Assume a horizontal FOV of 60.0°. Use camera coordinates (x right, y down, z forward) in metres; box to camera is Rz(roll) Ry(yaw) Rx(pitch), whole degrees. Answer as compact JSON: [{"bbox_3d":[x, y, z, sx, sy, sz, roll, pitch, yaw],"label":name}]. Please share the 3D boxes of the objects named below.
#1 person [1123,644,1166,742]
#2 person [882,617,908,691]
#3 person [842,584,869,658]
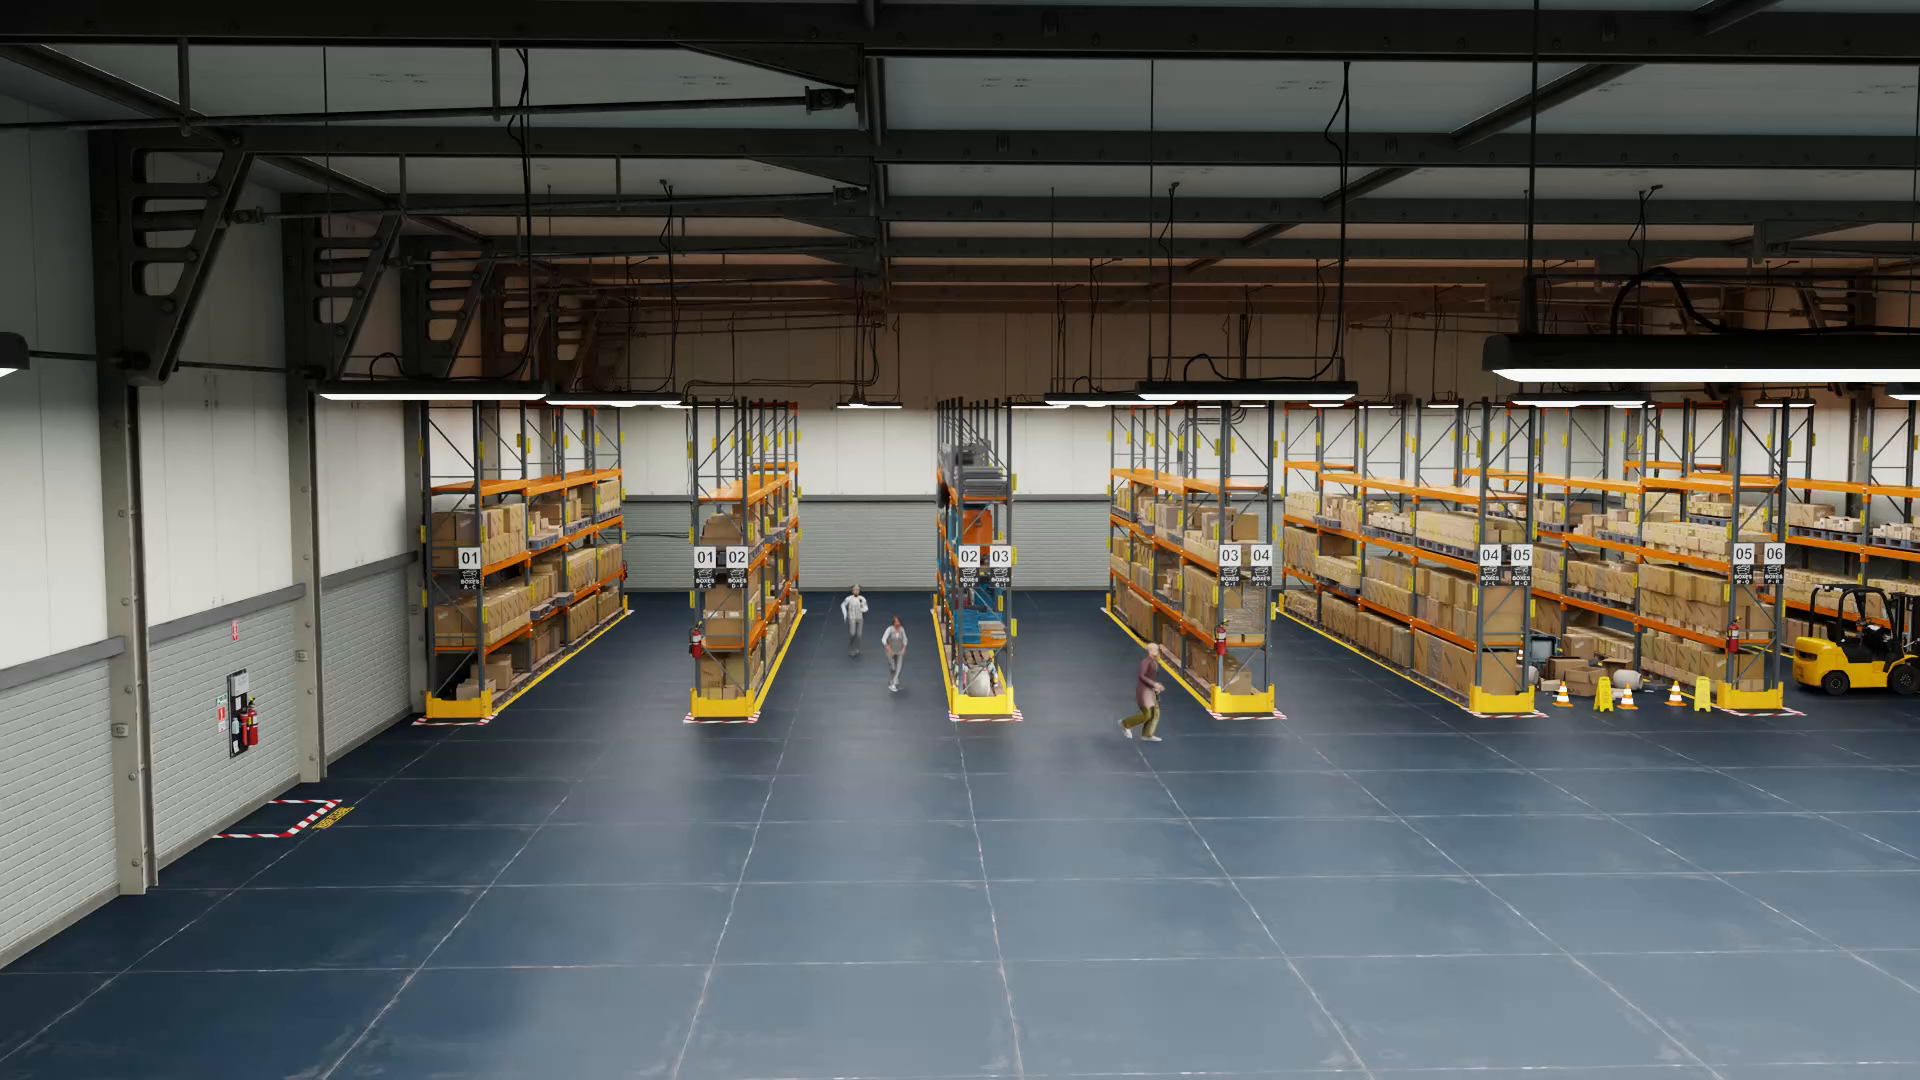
[{"bbox_3d":[3.225,2.644,28.854,0.750,1.721,0.711,2,5,23],"label":"person"},{"bbox_3d":[-1.332,2.329,34.153,0.529,1.549,0.534,-1,5,-12],"label":"person"},{"bbox_3d":[-2.434,1.885,38.814,0.588,1.745,0.725,-1,5,-12],"label":"person"}]
